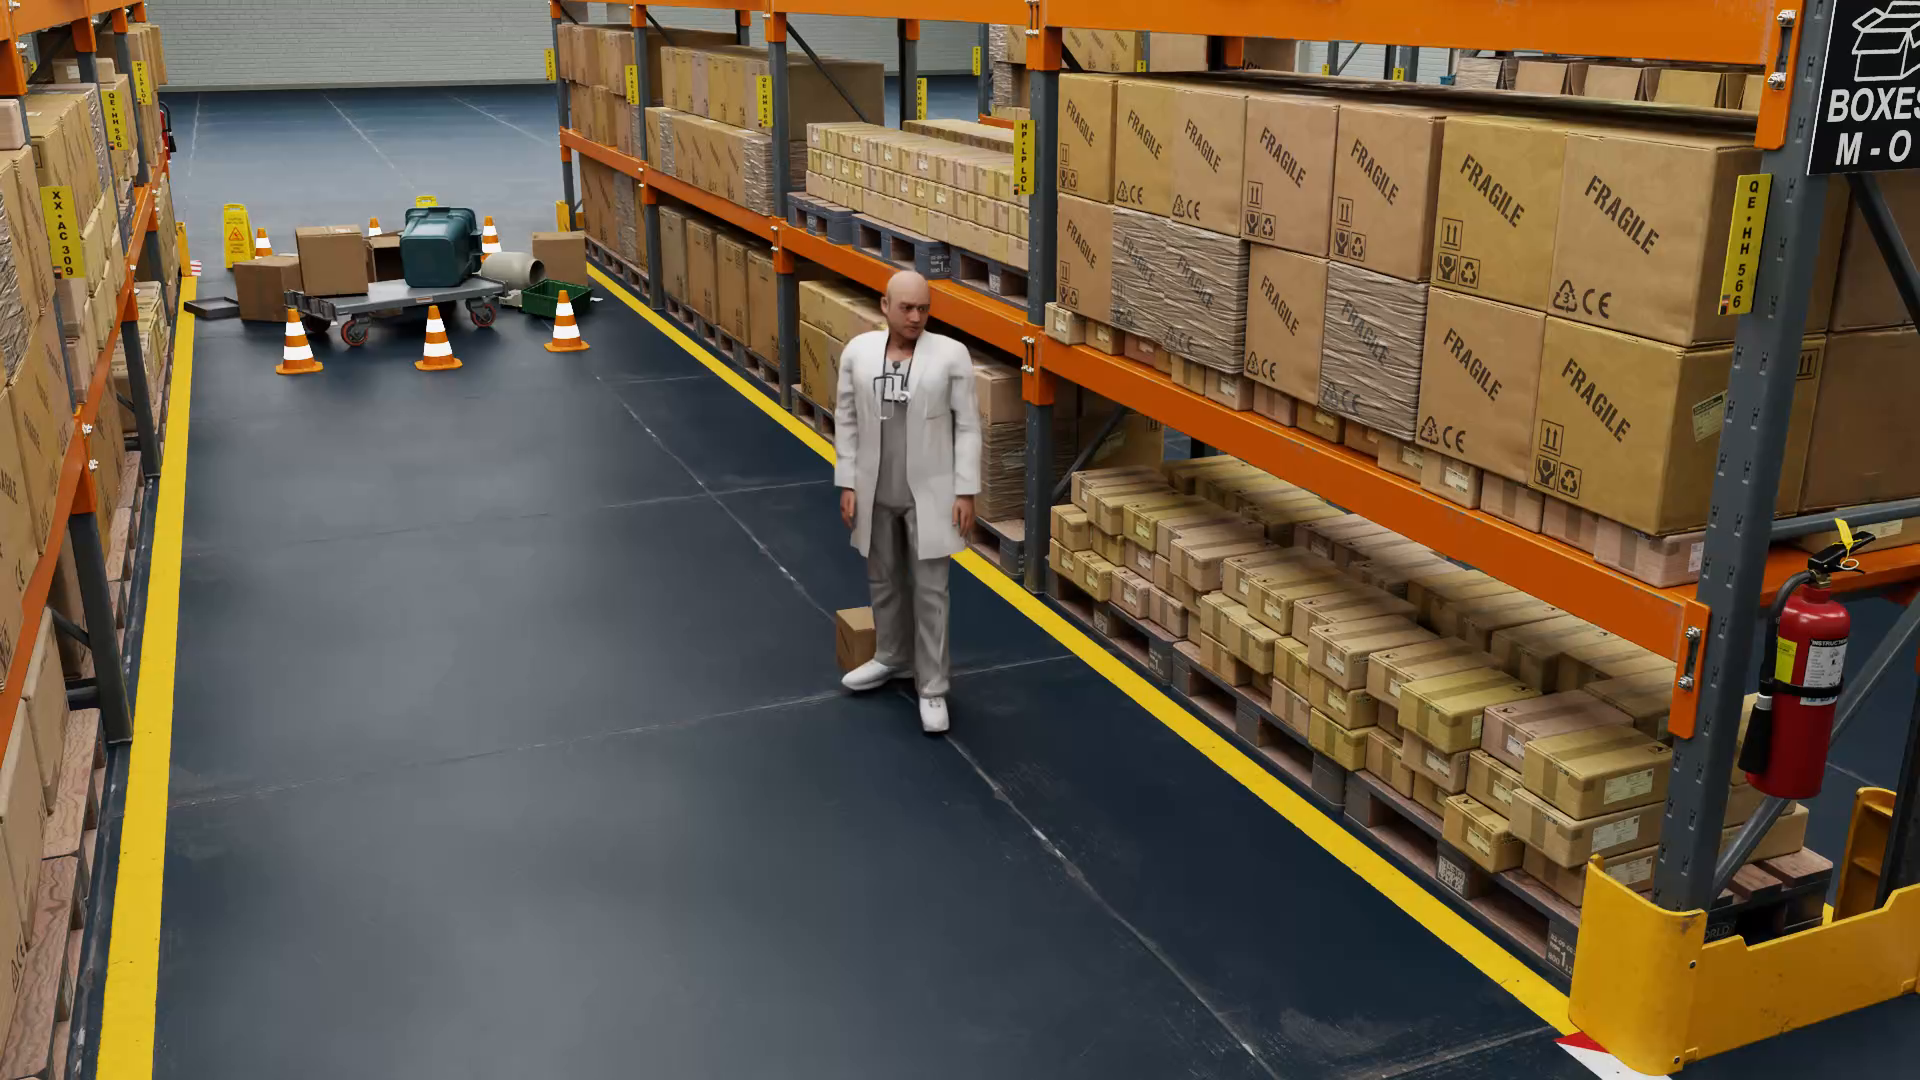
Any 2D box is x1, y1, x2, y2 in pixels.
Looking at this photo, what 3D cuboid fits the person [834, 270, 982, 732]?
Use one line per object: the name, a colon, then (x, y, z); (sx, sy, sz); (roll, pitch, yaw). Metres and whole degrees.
person: (-0.217, -0.176, 6.558); (0.600, 1.780, 0.585); (6, 19, 17)
